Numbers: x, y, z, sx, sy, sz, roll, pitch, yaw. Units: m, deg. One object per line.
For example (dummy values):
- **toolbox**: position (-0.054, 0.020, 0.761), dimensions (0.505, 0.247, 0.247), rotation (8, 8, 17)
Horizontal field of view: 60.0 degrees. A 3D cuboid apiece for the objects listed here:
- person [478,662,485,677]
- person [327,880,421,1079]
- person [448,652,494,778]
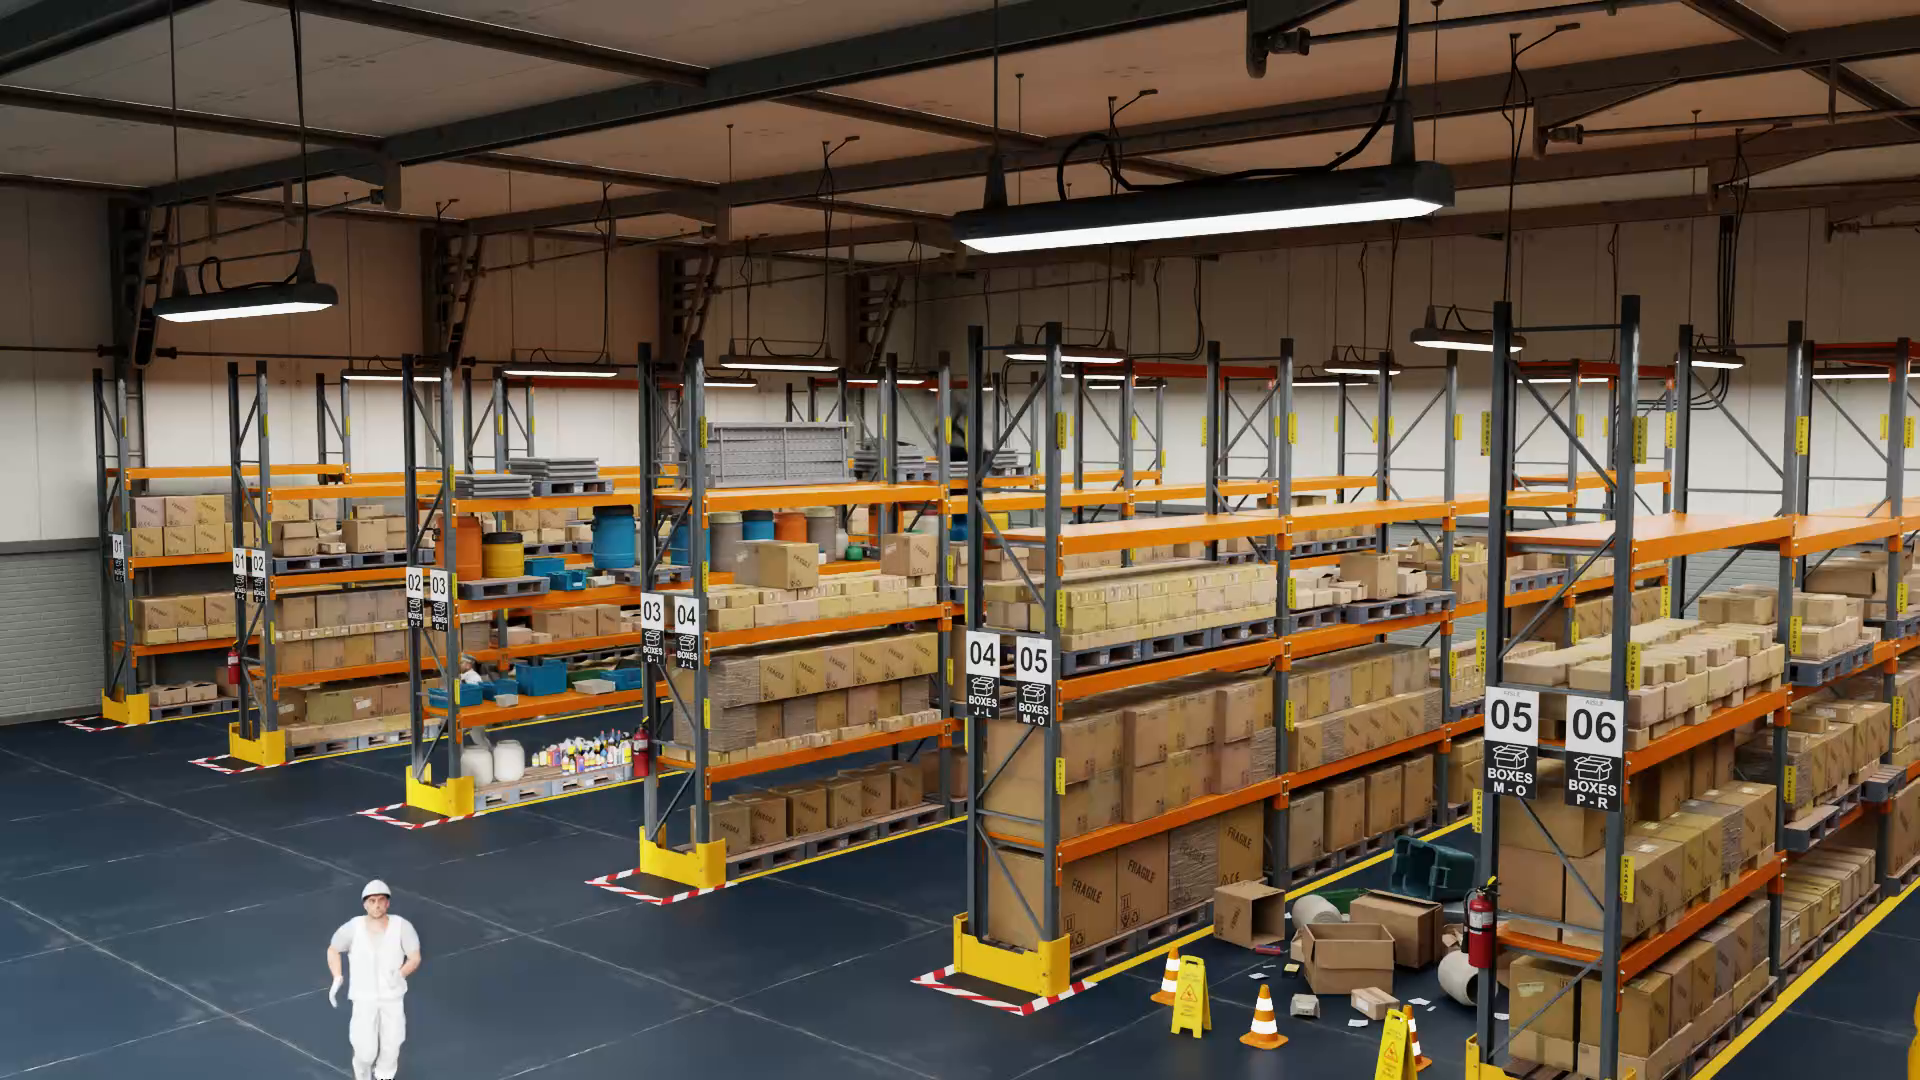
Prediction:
- **person**: position (-8.805, 2.145, 30.245), dimensions (0.526, 1.606, 0.815), rotation (4, 6, 42)
- **person**: position (-4.284, 3.378, 12.220), dimensions (0.643, 1.743, 0.615), rotation (-2, 5, -23)
- **person**: position (-7.030, 2.537, 23.963), dimensions (0.626, 1.863, 0.800), rotation (4, 6, 44)
